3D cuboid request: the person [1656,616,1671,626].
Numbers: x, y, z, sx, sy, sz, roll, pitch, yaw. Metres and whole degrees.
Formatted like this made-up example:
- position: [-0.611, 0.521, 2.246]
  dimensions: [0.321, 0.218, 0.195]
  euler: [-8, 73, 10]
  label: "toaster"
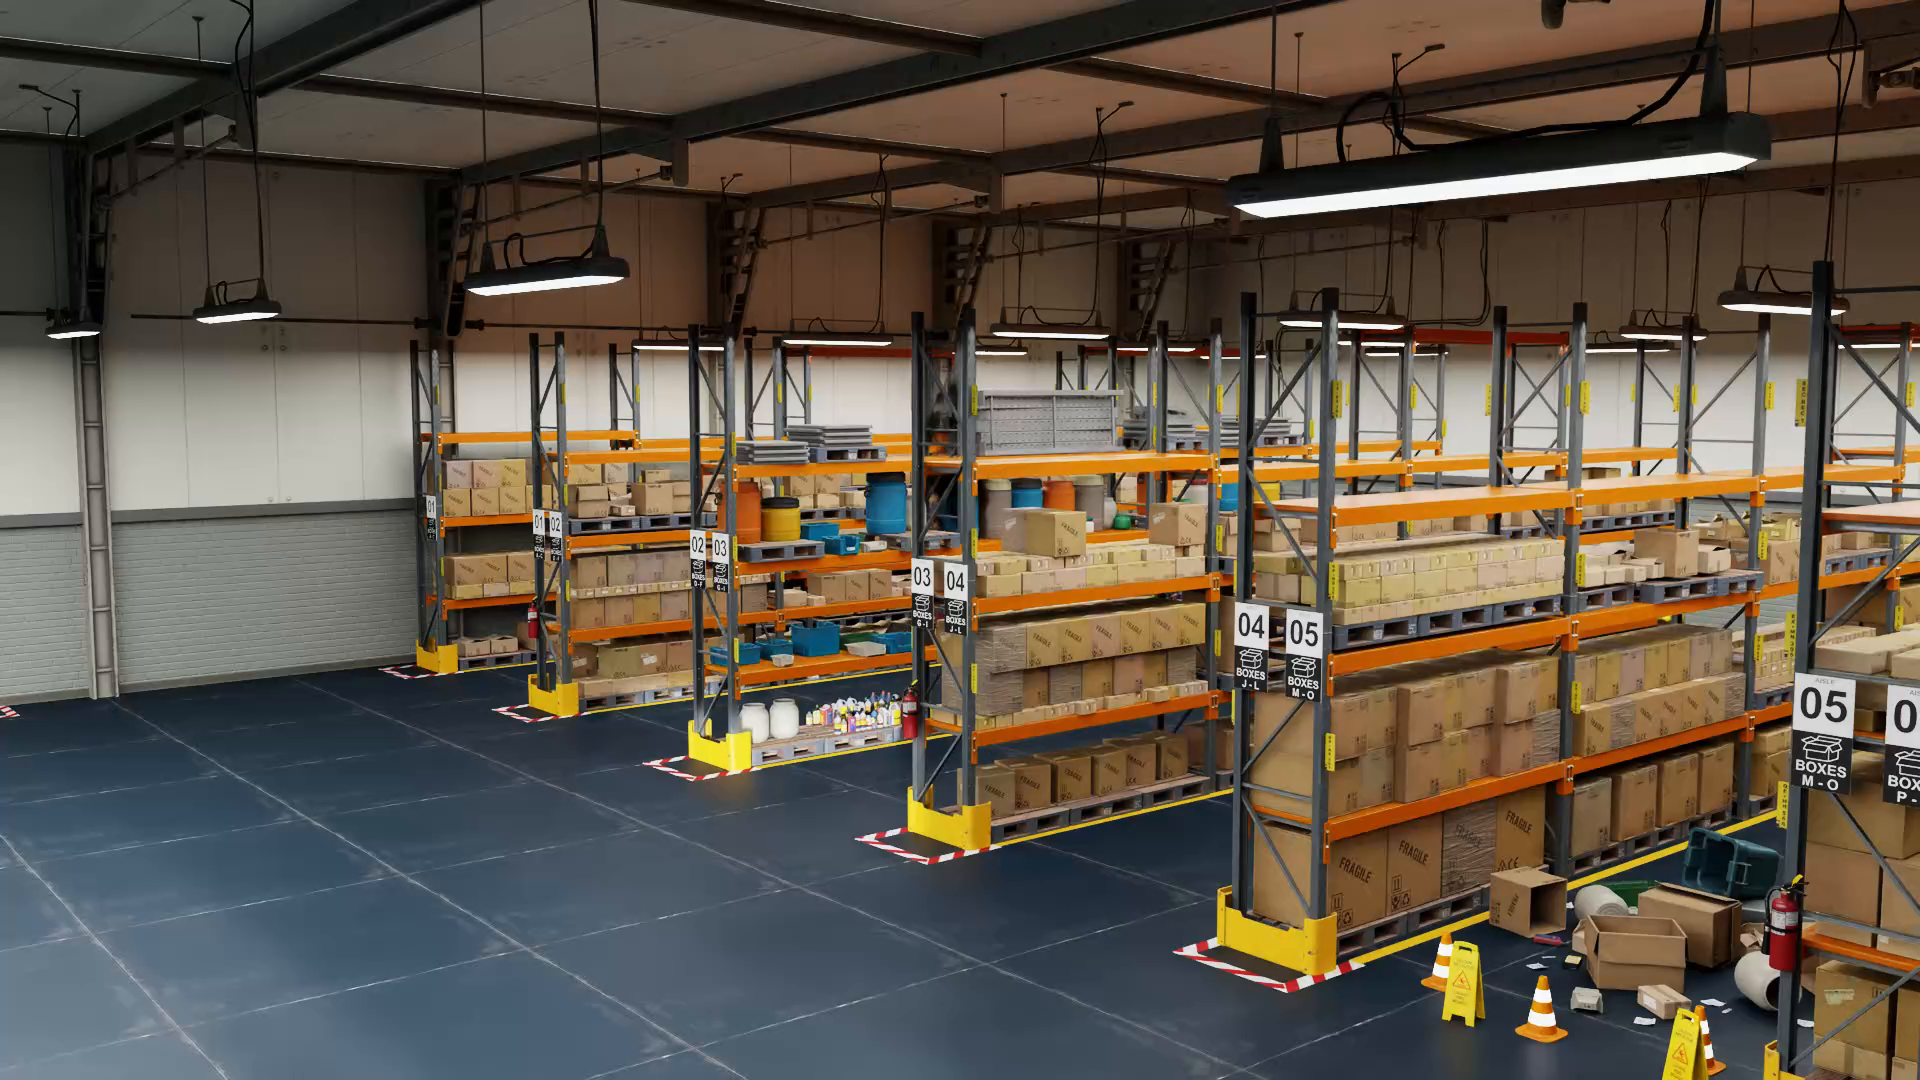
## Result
- position: [10.485, 1.991, 24.884]
  dimensions: [0.675, 1.830, 0.722]
  euler: [5, 7, 44]
  label: "person"
